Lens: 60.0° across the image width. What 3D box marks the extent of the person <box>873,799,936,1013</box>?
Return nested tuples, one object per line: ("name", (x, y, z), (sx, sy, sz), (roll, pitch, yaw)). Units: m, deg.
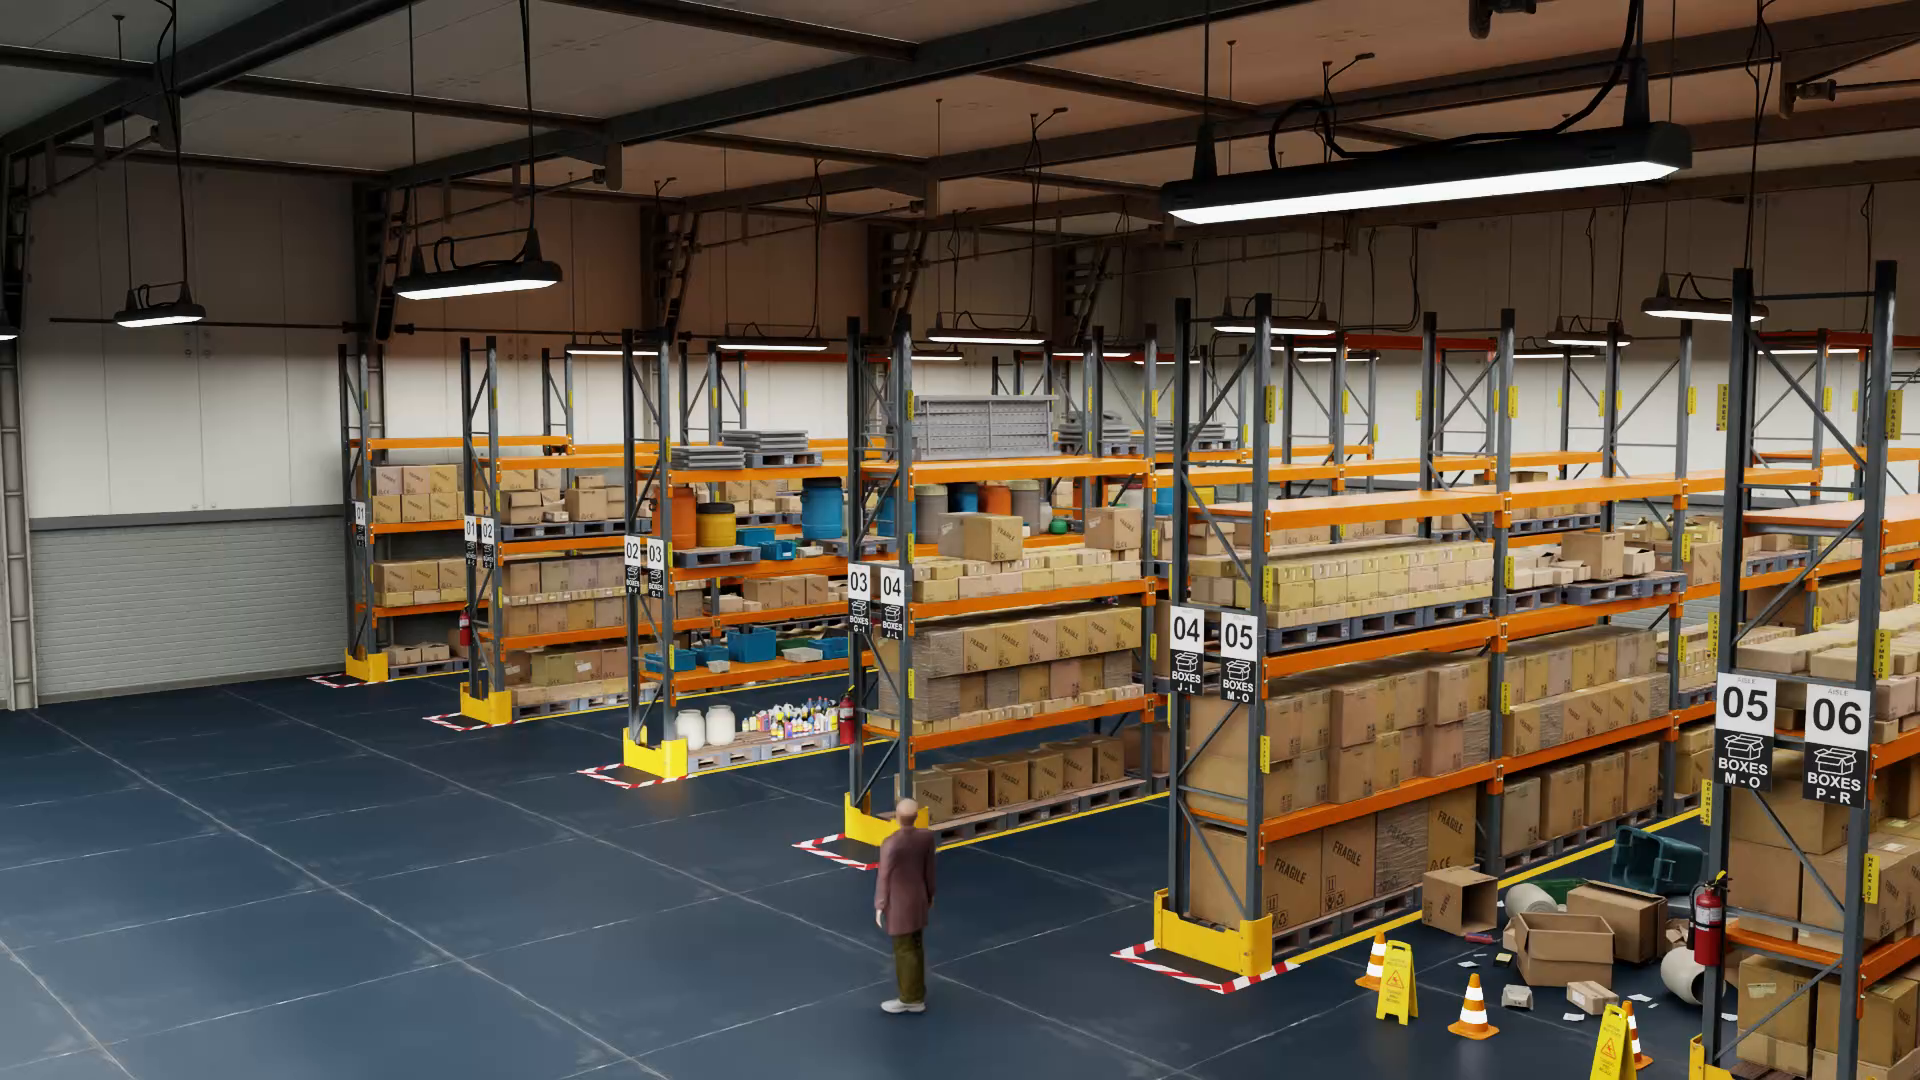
("person", (-0.435, 3.036, 13.893), (0.399, 1.791, 0.642), (3, 6, 31))
